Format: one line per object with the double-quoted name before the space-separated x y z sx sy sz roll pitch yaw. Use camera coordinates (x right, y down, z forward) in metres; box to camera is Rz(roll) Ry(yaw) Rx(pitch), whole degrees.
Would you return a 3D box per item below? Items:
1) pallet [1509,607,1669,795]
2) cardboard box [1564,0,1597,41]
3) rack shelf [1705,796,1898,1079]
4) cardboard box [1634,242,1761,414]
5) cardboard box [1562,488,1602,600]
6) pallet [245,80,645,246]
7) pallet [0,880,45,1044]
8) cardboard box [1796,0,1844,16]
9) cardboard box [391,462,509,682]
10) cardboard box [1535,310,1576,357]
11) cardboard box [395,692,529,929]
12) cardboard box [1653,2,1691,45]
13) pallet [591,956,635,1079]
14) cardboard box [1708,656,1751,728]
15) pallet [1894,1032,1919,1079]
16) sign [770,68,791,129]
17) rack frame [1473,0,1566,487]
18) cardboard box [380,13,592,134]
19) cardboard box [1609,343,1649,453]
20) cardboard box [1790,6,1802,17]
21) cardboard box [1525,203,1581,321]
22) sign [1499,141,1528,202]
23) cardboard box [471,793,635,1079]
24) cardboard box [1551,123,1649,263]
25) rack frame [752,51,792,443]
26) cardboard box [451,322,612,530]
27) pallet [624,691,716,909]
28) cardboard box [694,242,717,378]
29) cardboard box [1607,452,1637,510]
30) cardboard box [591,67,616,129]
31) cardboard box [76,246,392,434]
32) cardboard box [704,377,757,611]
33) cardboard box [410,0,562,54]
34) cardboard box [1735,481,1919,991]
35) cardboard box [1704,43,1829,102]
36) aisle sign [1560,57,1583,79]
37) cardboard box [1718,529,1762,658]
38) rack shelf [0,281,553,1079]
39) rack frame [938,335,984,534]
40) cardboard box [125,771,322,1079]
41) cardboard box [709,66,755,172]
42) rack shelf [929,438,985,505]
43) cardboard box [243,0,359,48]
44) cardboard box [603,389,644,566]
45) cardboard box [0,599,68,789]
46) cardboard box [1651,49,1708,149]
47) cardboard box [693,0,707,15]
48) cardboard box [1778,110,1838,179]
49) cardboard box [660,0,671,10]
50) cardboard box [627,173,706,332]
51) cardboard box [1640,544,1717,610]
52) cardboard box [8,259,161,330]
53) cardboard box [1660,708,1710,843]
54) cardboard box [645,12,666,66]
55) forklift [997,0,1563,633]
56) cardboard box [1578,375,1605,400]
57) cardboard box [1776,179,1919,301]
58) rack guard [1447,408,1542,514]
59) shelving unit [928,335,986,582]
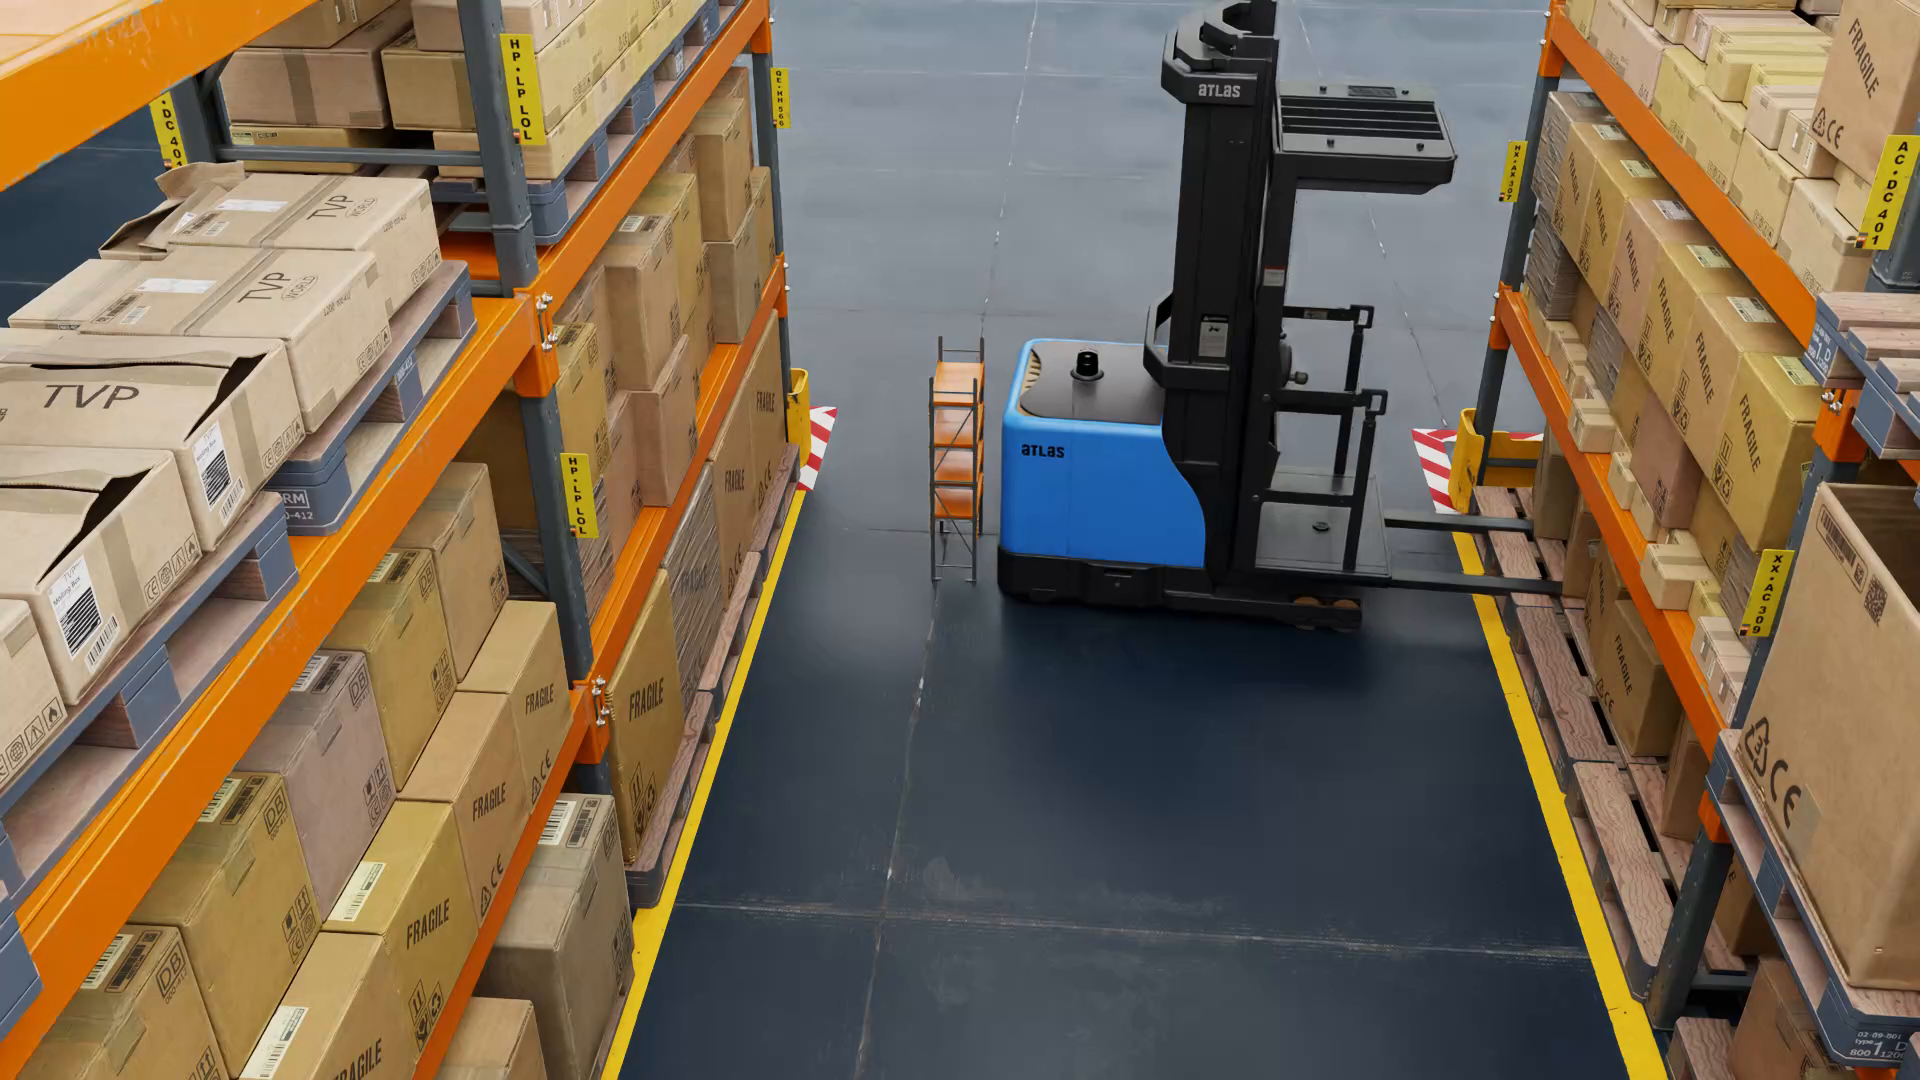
"pallet" 3.225 0.753 7.826 1.003 0.211 1.213 2 32 4
"cardboard box" 3.137 -2.505 7.740 0.500 0.250 0.500 3 32 5
"rack shelf" 2.946 1.911 3.976 1.077 0.370 4.000 2 32 4
"cardboard box" 2.952 -0.806 6.367 0.500 0.500 0.500 2 32 4
"cardboard box" 3.352 -0.008 8.386 0.500 0.500 0.500 11 33 17
"pallet" -1.750 -1.373 5.844 1.003 0.211 1.213 2 32 4
"pallet" -2.153 0.850 2.332 1.213 0.211 1.003 4 32 6
"cardboard box" 3.560 -2.371 6.523 0.500 0.500 0.500 2 32 4
"cardboard box" -1.861 0.086 5.204 0.700 0.500 0.500 2 32 3
"cardboard box" 3.099 -1.027 8.297 0.380 0.149 0.250 2 32 4
"cardboard box" -1.644 0.800 4.998 0.500 0.500 0.500 2 32 3
"cardboard box" 3.042 -2.103 6.707 0.380 0.149 0.250 1 32 2
"pallet" -1.814 1.888 5.985 1.003 0.211 1.213 2 32 4
"cardboard box" 2.833 0.541 5.753 0.380 0.149 0.250 2 32 4
"pallet" 2.903 1.695 3.823 1.003 0.211 1.213 2 32 4
"sign" -0.961 -2.361 8.892 0.100 0.325 0.005 2 32 4
"rack frame" 3.434 -1.533 8.878 1.000 3.000 0.127 2 32 4
"cardboard box" -1.508 -1.511 5.347 0.500 0.250 0.500 3 32 4
"cardboard box" 3.305 -0.629 7.032 0.875 0.500 0.500 2 32 4
"cardboard box" 3.531 -2.222 6.900 0.380 0.149 0.250 3 32 5
"cardboard box" 3.362 -1.416 8.309 0.875 0.500 0.500 2 32 4
"sign" 2.894 -1.925 8.689 0.100 0.325 0.005 2 32 4
"cardboard box" -1.788 1.401 5.861 1.050 0.750 0.750 2 32 4
"cardboard box" 3.070 -1.591 7.640 0.500 0.500 0.500 2 32 4
"rack frame" -1.501 -1.798 9.308 1.000 3.000 0.127 2 32 4
"cardboard box" -1.762 -0.421 5.902 0.875 0.550 0.550 2 32 4
"pallet" -1.687 1.087 7.285 1.003 0.211 1.213 2 32 4
"cardboard box" -1.680 -1.089 8.016 0.875 0.550 0.550 2 32 4
"cardboard box" 2.970 -0.243 7.025 0.380 0.149 0.250 2 32 4
"cardboard box" -1.417 -1.539 5.773 0.380 0.149 0.250 2 32 4
"cardboard box" -1.708 -0.485 3.967 0.500 0.250 0.500 2 32 4
"cardboard box" -1.560 -0.254 8.428 0.875 0.875 0.875 2 32 3
"cardboard box" -1.458 -1.613 5.132 0.380 0.149 0.250 3 32 4
"cardboard box" 2.904 0.534 4.552 1.000 1.000 1.000 3 32 4
"cardboard box" 2.949 -1.696 6.047 0.380 0.149 0.250 4 32 6
"aisle sign" 3.140 -2.685 8.270 0.394 0.787 0.004 2 32 4
"cardboard box" 3.207 0.157 5.758 0.875 0.500 0.500 2 32 4
"rack shelf" -1.989 0.369 3.619 1.077 0.370 4.000 2 32 4
"rack frame" 0.006 -0.552 9.002 0.240 1.200 0.015 2 32 4
"cardboard box" -1.985 0.883 3.910 0.700 0.500 0.500 2 32 3
"cardboard box" -1.570 -2.129 8.673 0.875 0.550 0.550 2 32 4
"rack shelf" -0.013 -0.367 8.830 0.258 0.148 0.480 2 32 4
"cardboard box" -2.115 -1.642 5.180 0.380 0.149 0.250 2 32 4
"cardboard box" -1.786 -0.252 6.657 0.875 0.550 0.550 2 32 4
"cardboard box" -1.833 0.320 2.660 0.500 0.250 0.500 3 32 5
"cardboard box" 3.020 -1.704 6.440 0.500 0.250 0.500 3 32 5
"cardboard box" -1.294 -2.336 7.067 0.380 0.149 0.250 3 32 4
"cardboard box" 2.894 -1.277 5.367 0.380 0.149 0.250 1 32 2
"cardboard box" -1.387 -2.303 6.633 0.500 0.250 0.500 3 32 4
"cardboard box" -1.617 -1.268 7.275 0.875 0.550 0.500 2 32 4
"cardboard box" 2.852 0.147 6.392 0.380 0.149 0.250 2 32 4
"cardboard box" -2.158 -0.566 4.194 0.250 0.149 0.380 2 32 4
"cardboard box" 3.220 0.937 6.853 0.500 0.500 0.500 13 34 19
"cardboard box" -1.356 -1.939 6.422 0.380 0.149 0.250 2 32 4
"forklift" 1.756 -1.074 8.199 3.031 2.935 1.130 4 32 7
"cardboard box" 3.078 -0.633 7.658 0.380 0.149 0.250 2 32 4
"cardboard box" 2.886 -0.904 5.142 0.500 0.250 0.500 4 32 6
"rack guard" 3.428 -0.429 9.470 1.175 0.500 0.348 2 32 4
"shelving unit" -0.013 -0.424 8.795 0.258 1.200 0.503 2 32 4
